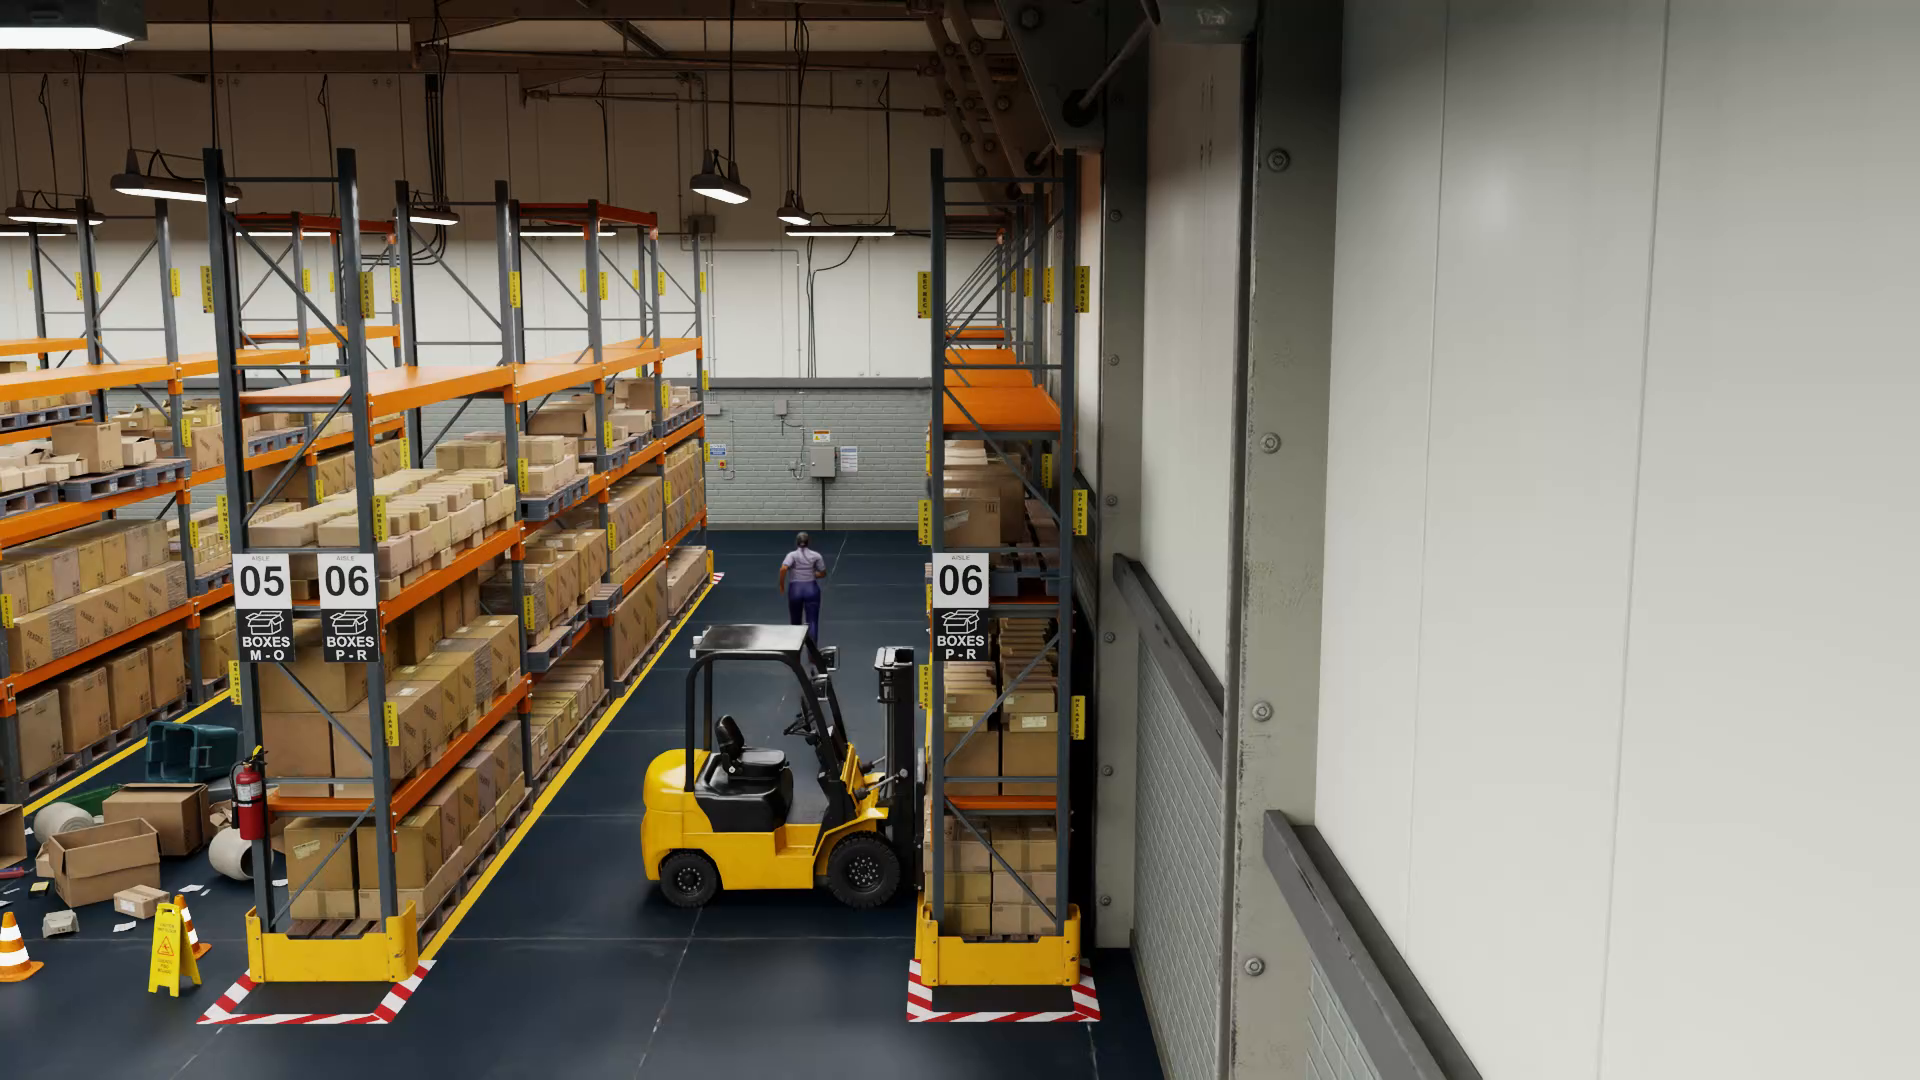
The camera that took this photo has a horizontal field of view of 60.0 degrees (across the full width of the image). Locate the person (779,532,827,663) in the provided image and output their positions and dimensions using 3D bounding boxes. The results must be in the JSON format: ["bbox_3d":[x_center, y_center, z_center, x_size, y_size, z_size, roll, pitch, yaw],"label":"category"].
[{"bbox_3d":[-1.978,0.770,21.006,0.617,1.742,0.731,-1,9,-9],"label":"person"}]
